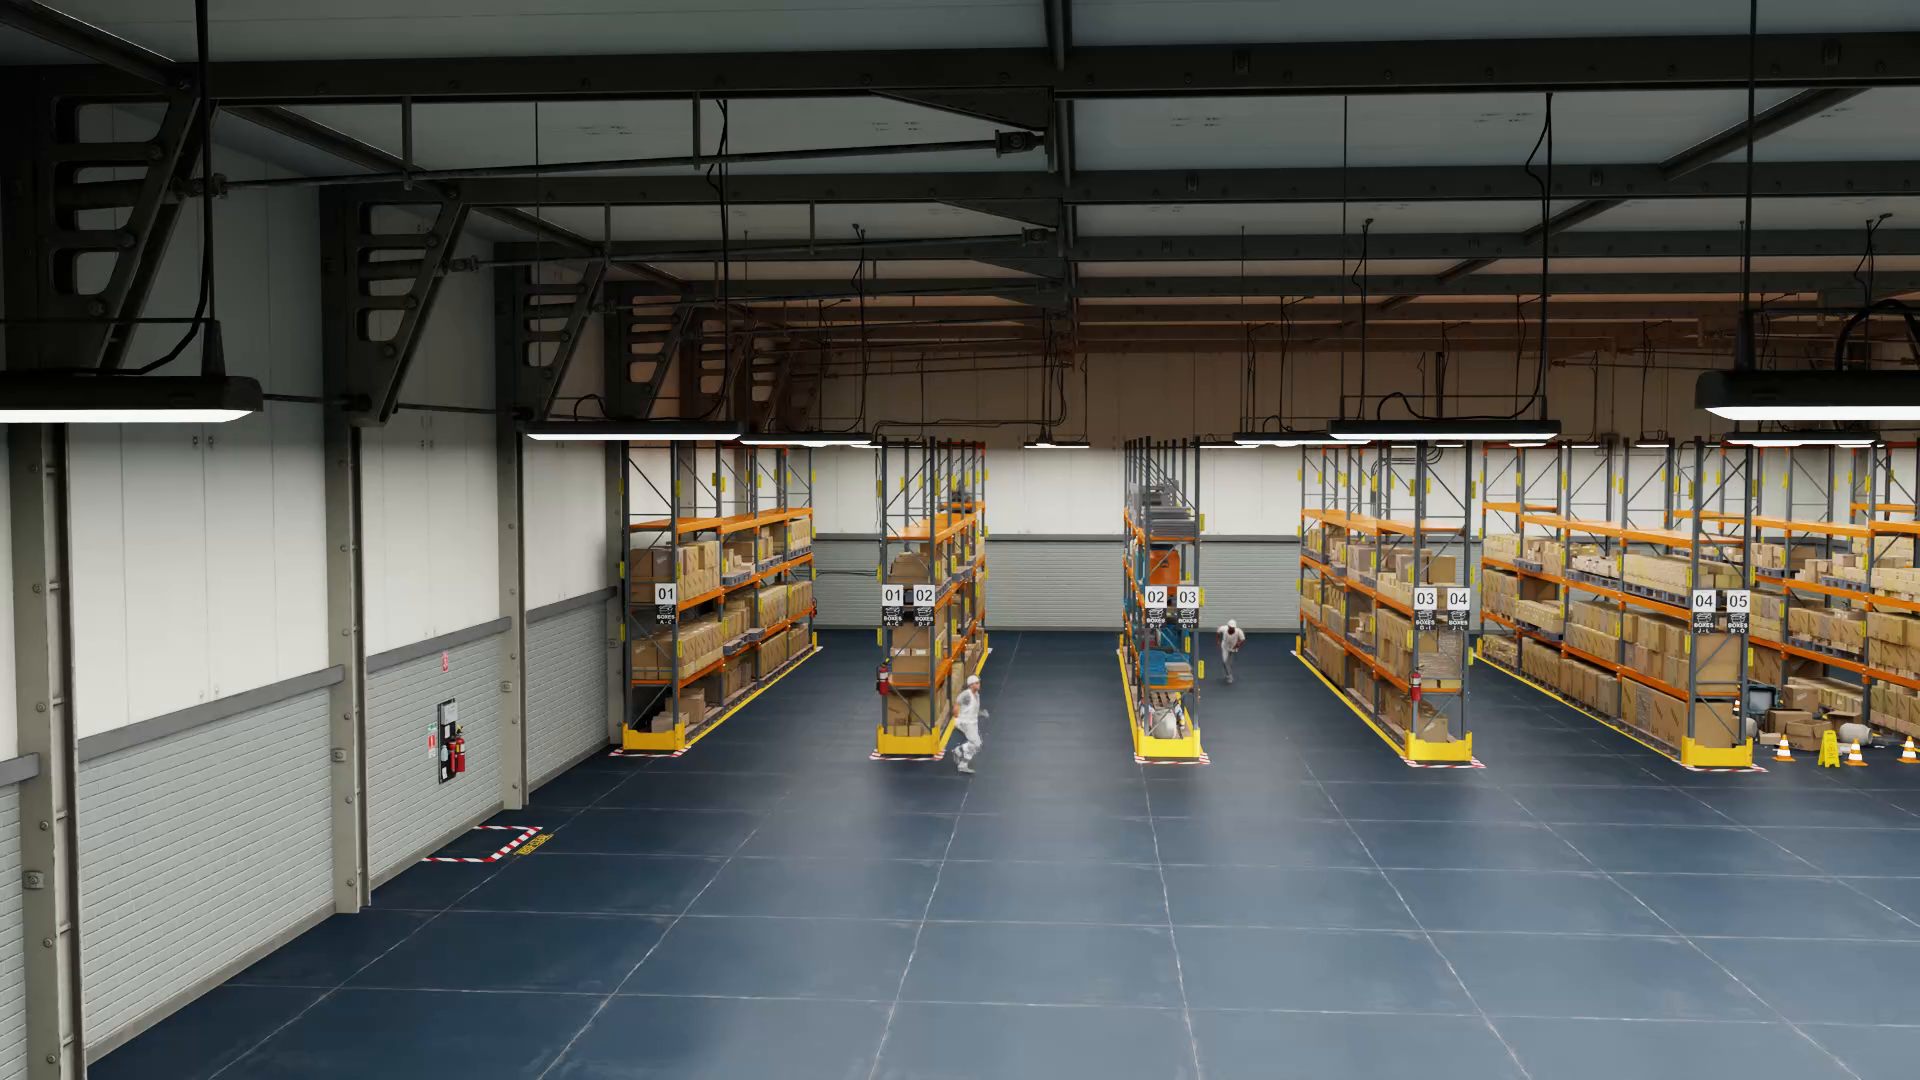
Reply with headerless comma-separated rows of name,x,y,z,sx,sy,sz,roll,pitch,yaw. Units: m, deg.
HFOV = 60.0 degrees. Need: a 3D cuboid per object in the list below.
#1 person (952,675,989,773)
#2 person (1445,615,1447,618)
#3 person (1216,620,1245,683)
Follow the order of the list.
person,0.212,3.275,29.568,0.586,1.730,0.660,1,3,26
person,13.970,2.356,47.119,0.649,1.706,0.671,-2,4,-36
person,6.720,2.735,41.367,0.709,1.591,1.132,0,3,5
